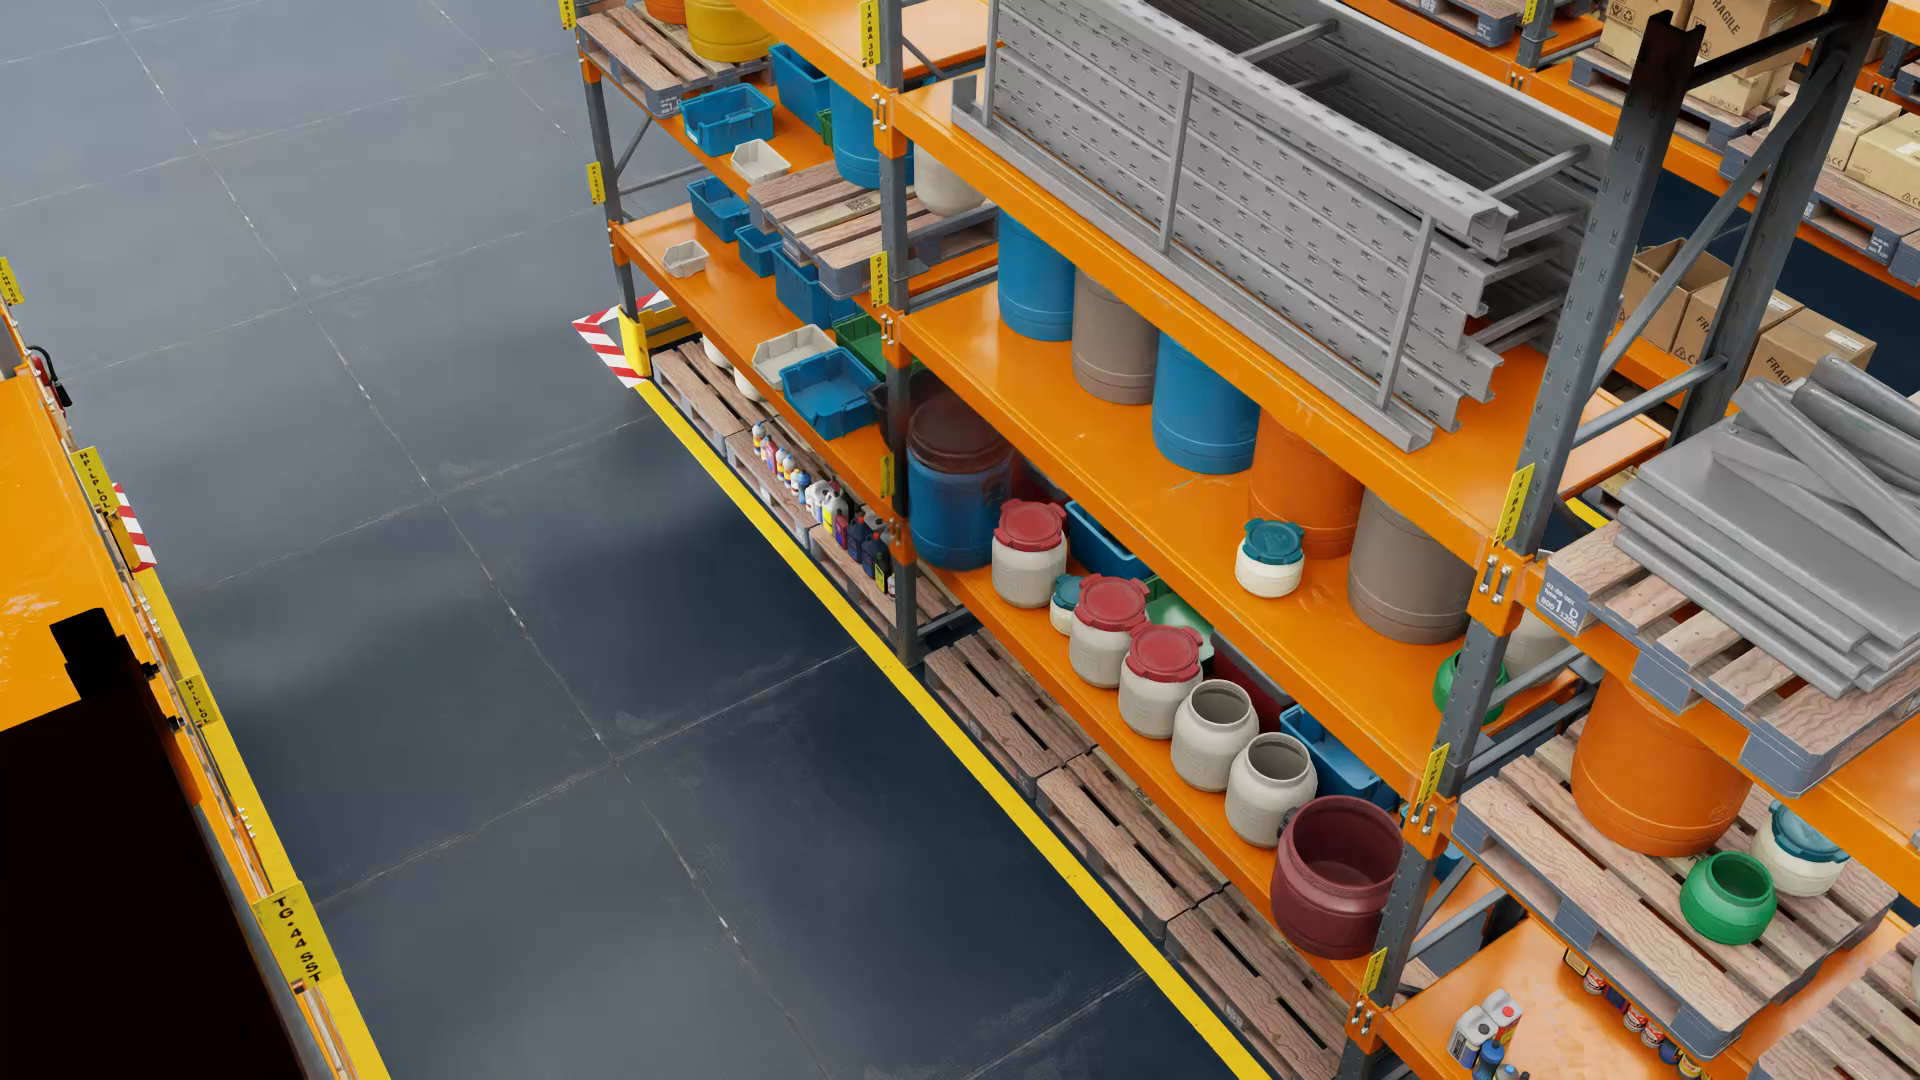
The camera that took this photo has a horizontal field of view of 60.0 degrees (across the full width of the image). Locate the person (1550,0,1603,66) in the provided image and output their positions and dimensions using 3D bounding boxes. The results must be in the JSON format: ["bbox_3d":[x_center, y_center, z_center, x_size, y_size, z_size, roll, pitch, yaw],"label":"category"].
[{"bbox_3d":[5.457,-4.473,15.415,0.472,1.668,0.745,-32,51,-30],"label":"person"}]
